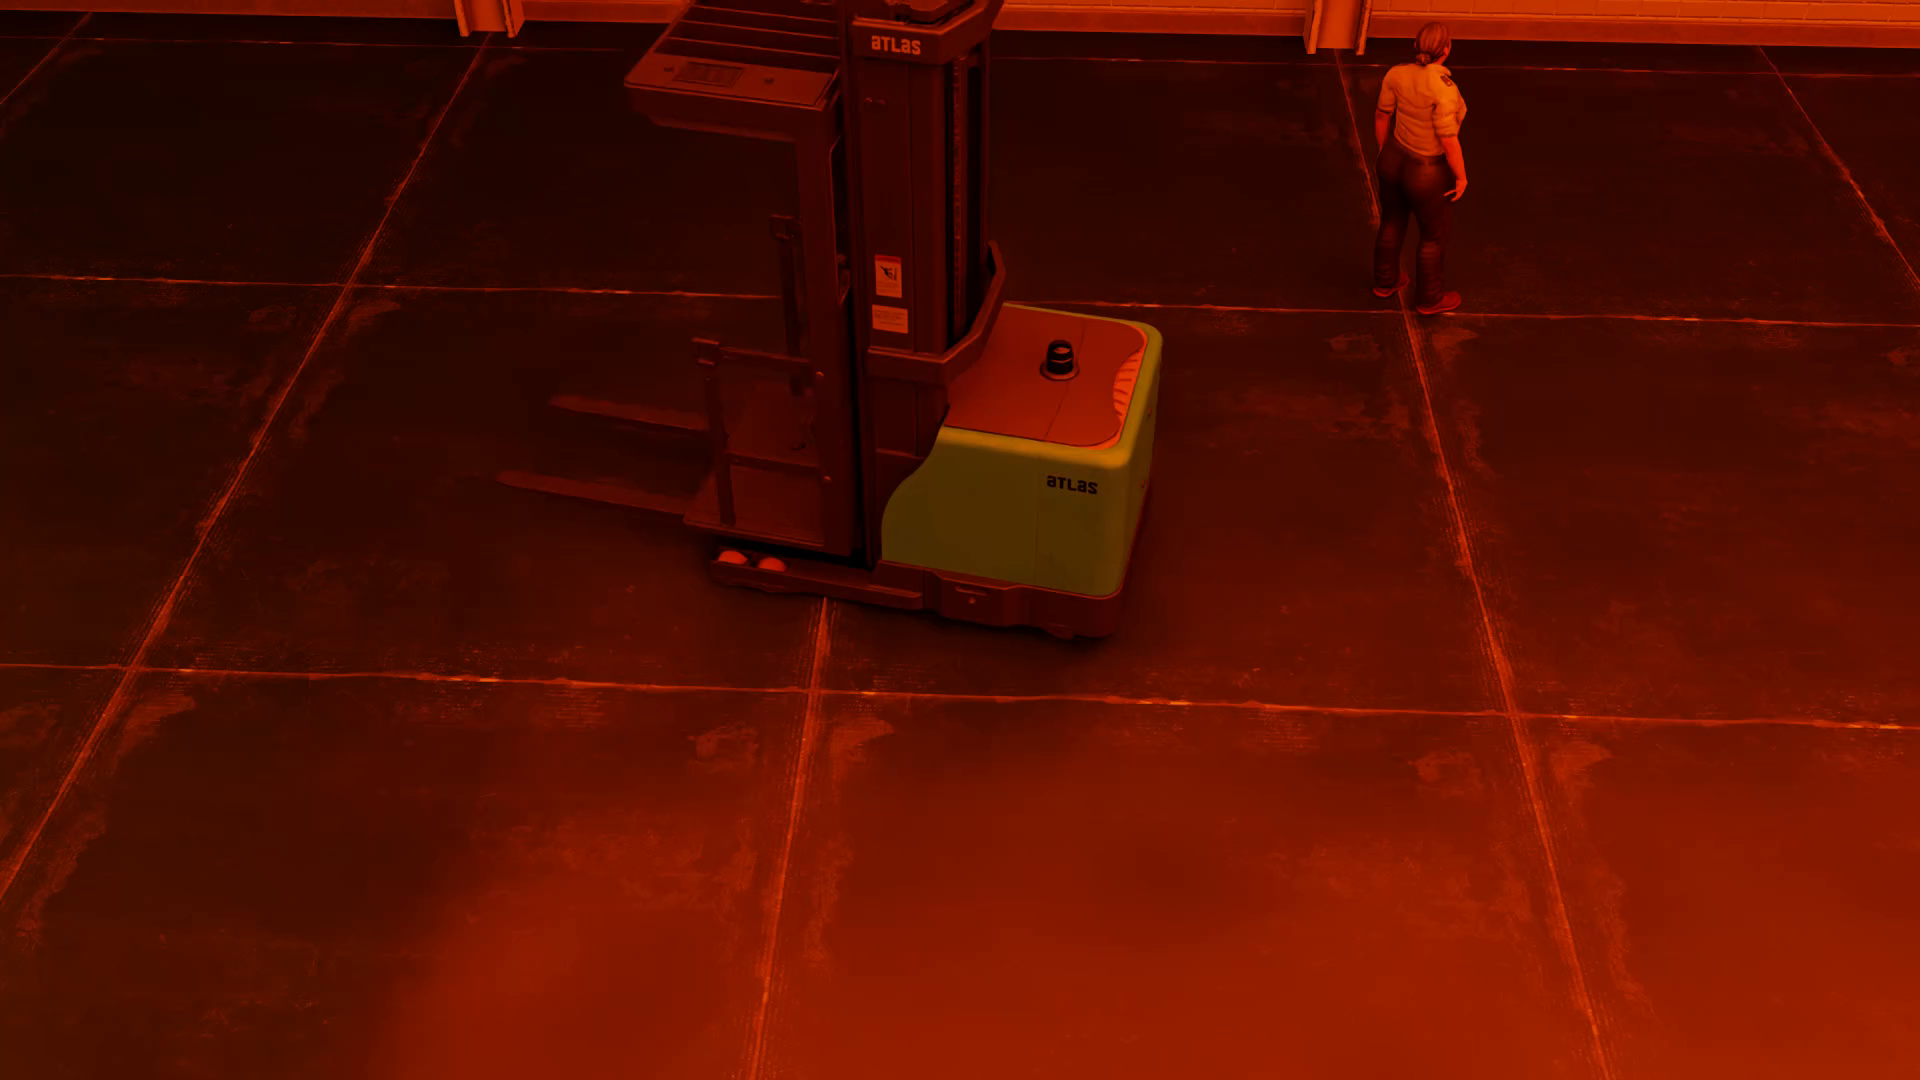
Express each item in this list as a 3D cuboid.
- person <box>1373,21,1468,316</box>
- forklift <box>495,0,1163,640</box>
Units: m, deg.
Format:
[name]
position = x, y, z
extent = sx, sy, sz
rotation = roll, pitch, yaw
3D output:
[person]
position = 2.490, -1.994, 8.879
extent = 0.475, 1.661, 0.573
rotation = -28, 49, -27
[forklift]
position = -0.662, -1.174, 7.028
extent = 3.031, 2.935, 1.130
rotation = 10, 43, 10
